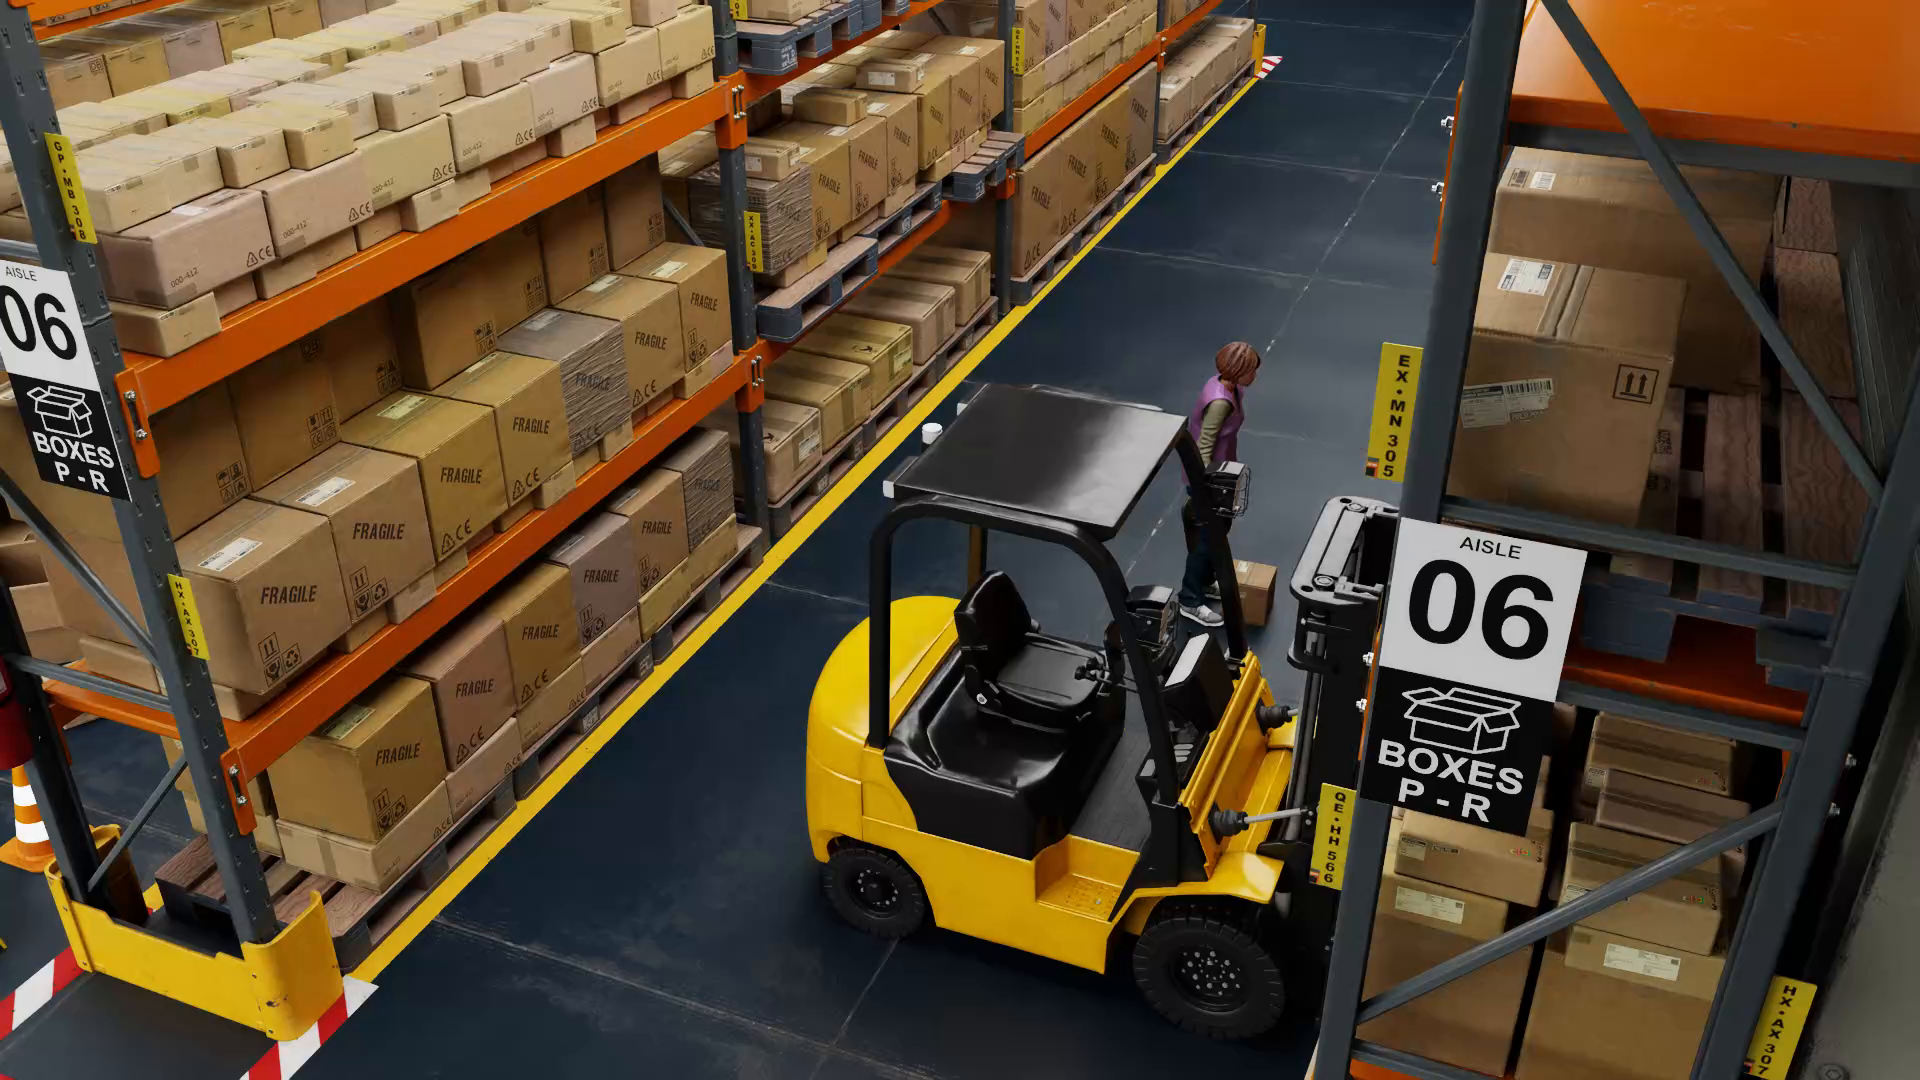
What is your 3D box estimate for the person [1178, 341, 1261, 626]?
[{"bbox_3d":[1.376,-0.324,8.968,0.349,1.581,0.467,11,32,19],"label":"person"}]
